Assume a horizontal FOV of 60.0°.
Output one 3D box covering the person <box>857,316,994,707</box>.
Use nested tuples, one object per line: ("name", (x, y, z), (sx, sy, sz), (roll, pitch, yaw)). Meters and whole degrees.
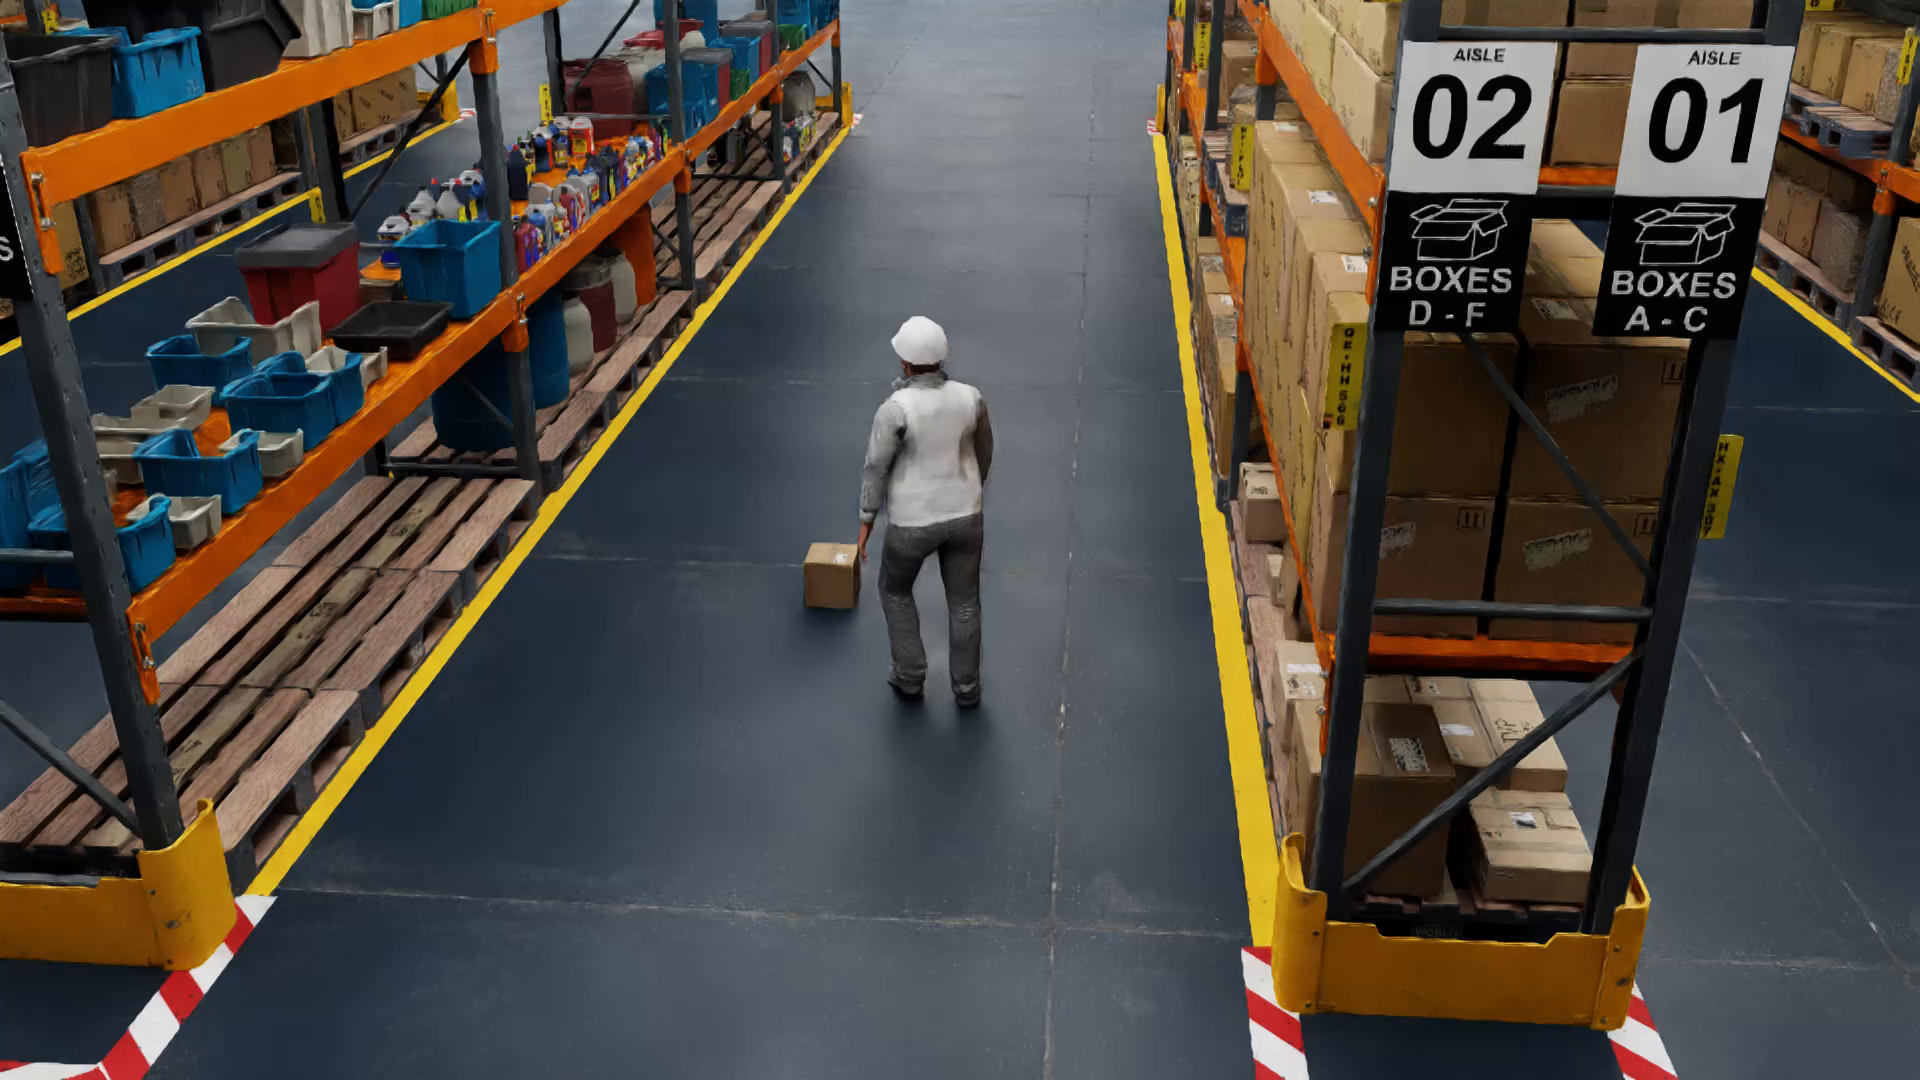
("person", (-0.146, -0.113, 7.321), (0.666, 1.756, 0.494), (-8, 26, -17))
